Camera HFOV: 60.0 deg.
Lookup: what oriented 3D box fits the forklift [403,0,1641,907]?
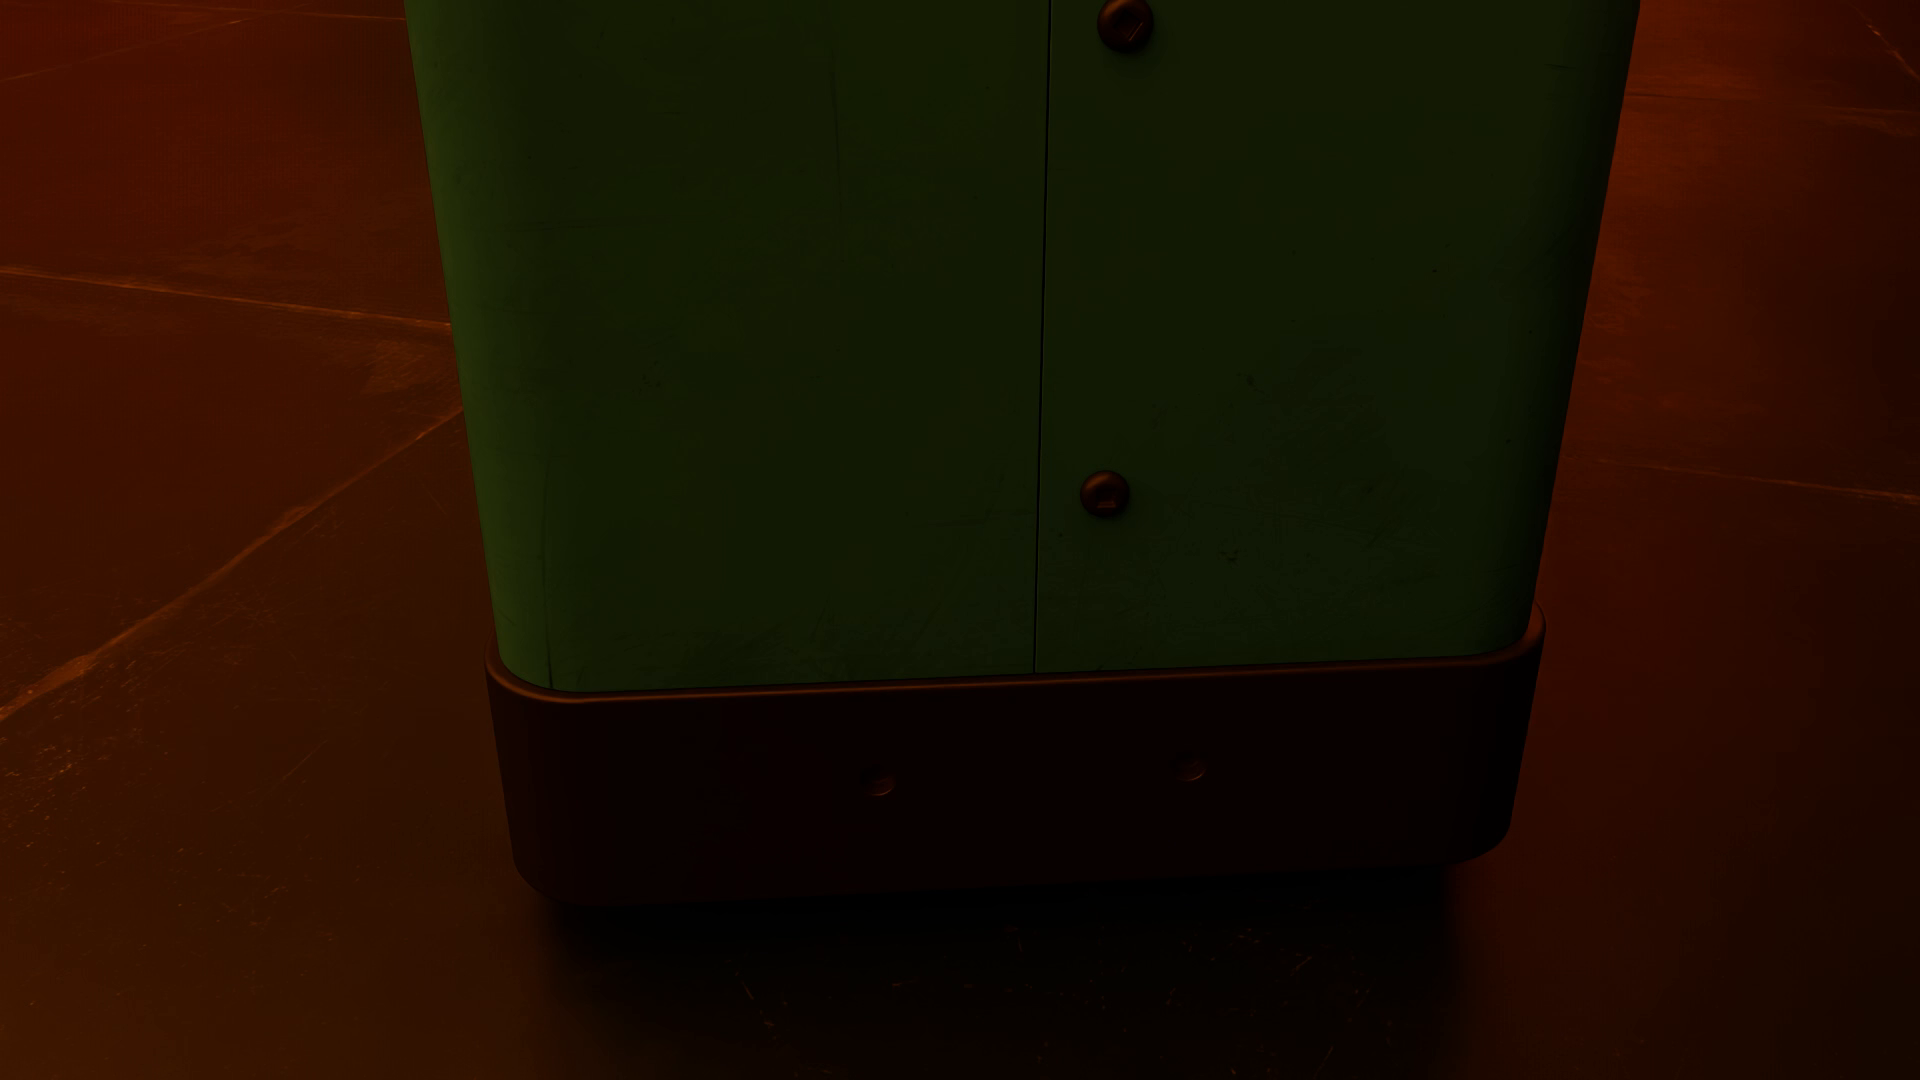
[{"bbox_3d":[-0.048,-1.581,2.374,1.130,2.935,3.031,-2,27,-4],"label":"forklift"}]
